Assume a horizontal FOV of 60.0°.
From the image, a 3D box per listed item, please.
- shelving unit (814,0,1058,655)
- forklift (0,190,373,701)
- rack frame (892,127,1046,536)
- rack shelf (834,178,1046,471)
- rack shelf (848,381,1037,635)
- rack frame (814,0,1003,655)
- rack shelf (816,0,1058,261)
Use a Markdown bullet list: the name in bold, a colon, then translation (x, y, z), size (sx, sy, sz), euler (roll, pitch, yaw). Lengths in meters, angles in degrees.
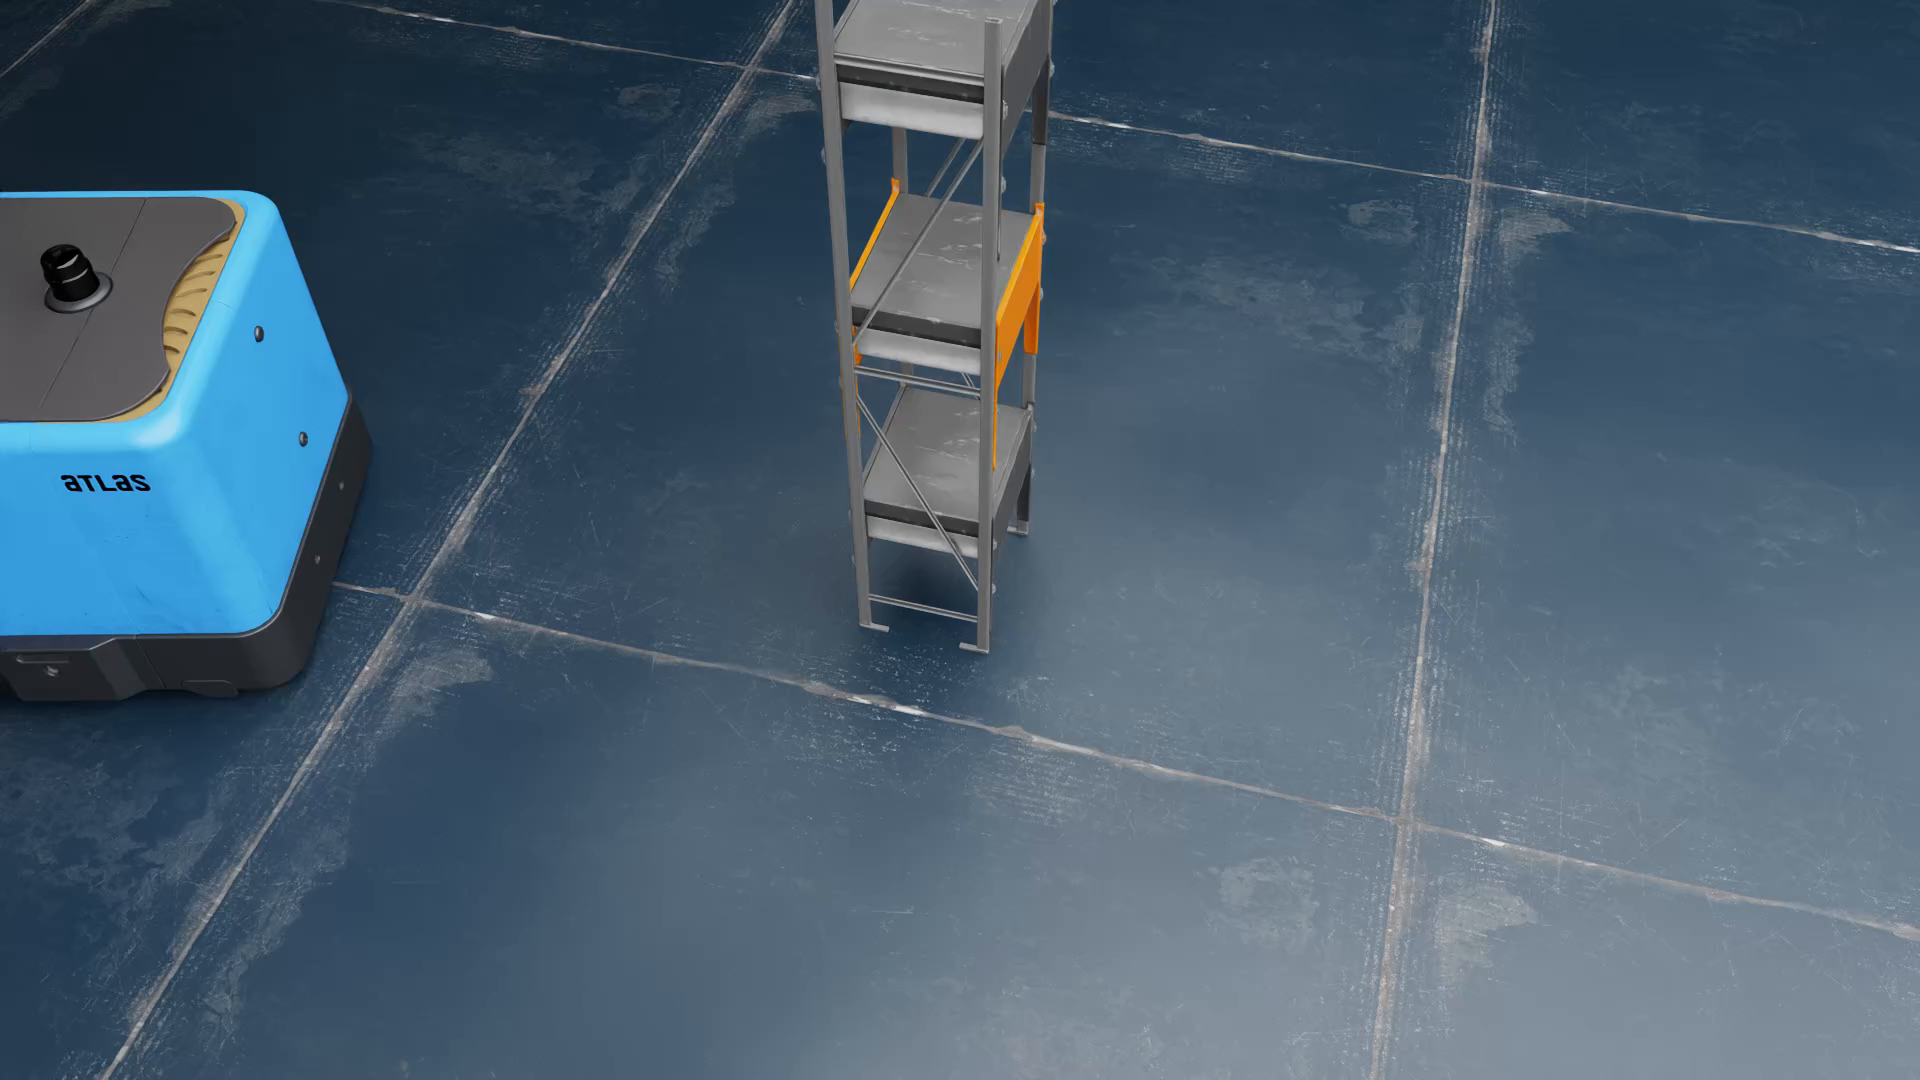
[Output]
- **shelving unit**: translation (-0.044, -0.575, 4.357), size (0.431, 2.100, 0.503), euler (12, 50, 10)
- **forklift**: translation (-3.420, -0.877, 4.069), size (3.031, 2.935, 1.130), euler (0, 49, 0)
- **rack frame**: translation (0.021, -0.752, 4.513), size (0.400, 2.100, 0.015), euler (12, 50, 10)
- **rack shelf**: translation (-0.044, -0.566, 4.367), size (0.431, 0.518, 0.480), euler (12, 50, 10)
- **rack shelf**: translation (-0.044, -0.103, 4.892), size (0.431, 0.518, 0.480), euler (12, 50, 10)
- **rack frame**: translation (-0.108, -0.399, 4.201), size (0.400, 2.100, 0.015), euler (12, 50, 10)
- **rack shelf**: translation (-0.044, -1.029, 3.842), size (0.431, 0.518, 0.480), euler (12, 50, 10)
